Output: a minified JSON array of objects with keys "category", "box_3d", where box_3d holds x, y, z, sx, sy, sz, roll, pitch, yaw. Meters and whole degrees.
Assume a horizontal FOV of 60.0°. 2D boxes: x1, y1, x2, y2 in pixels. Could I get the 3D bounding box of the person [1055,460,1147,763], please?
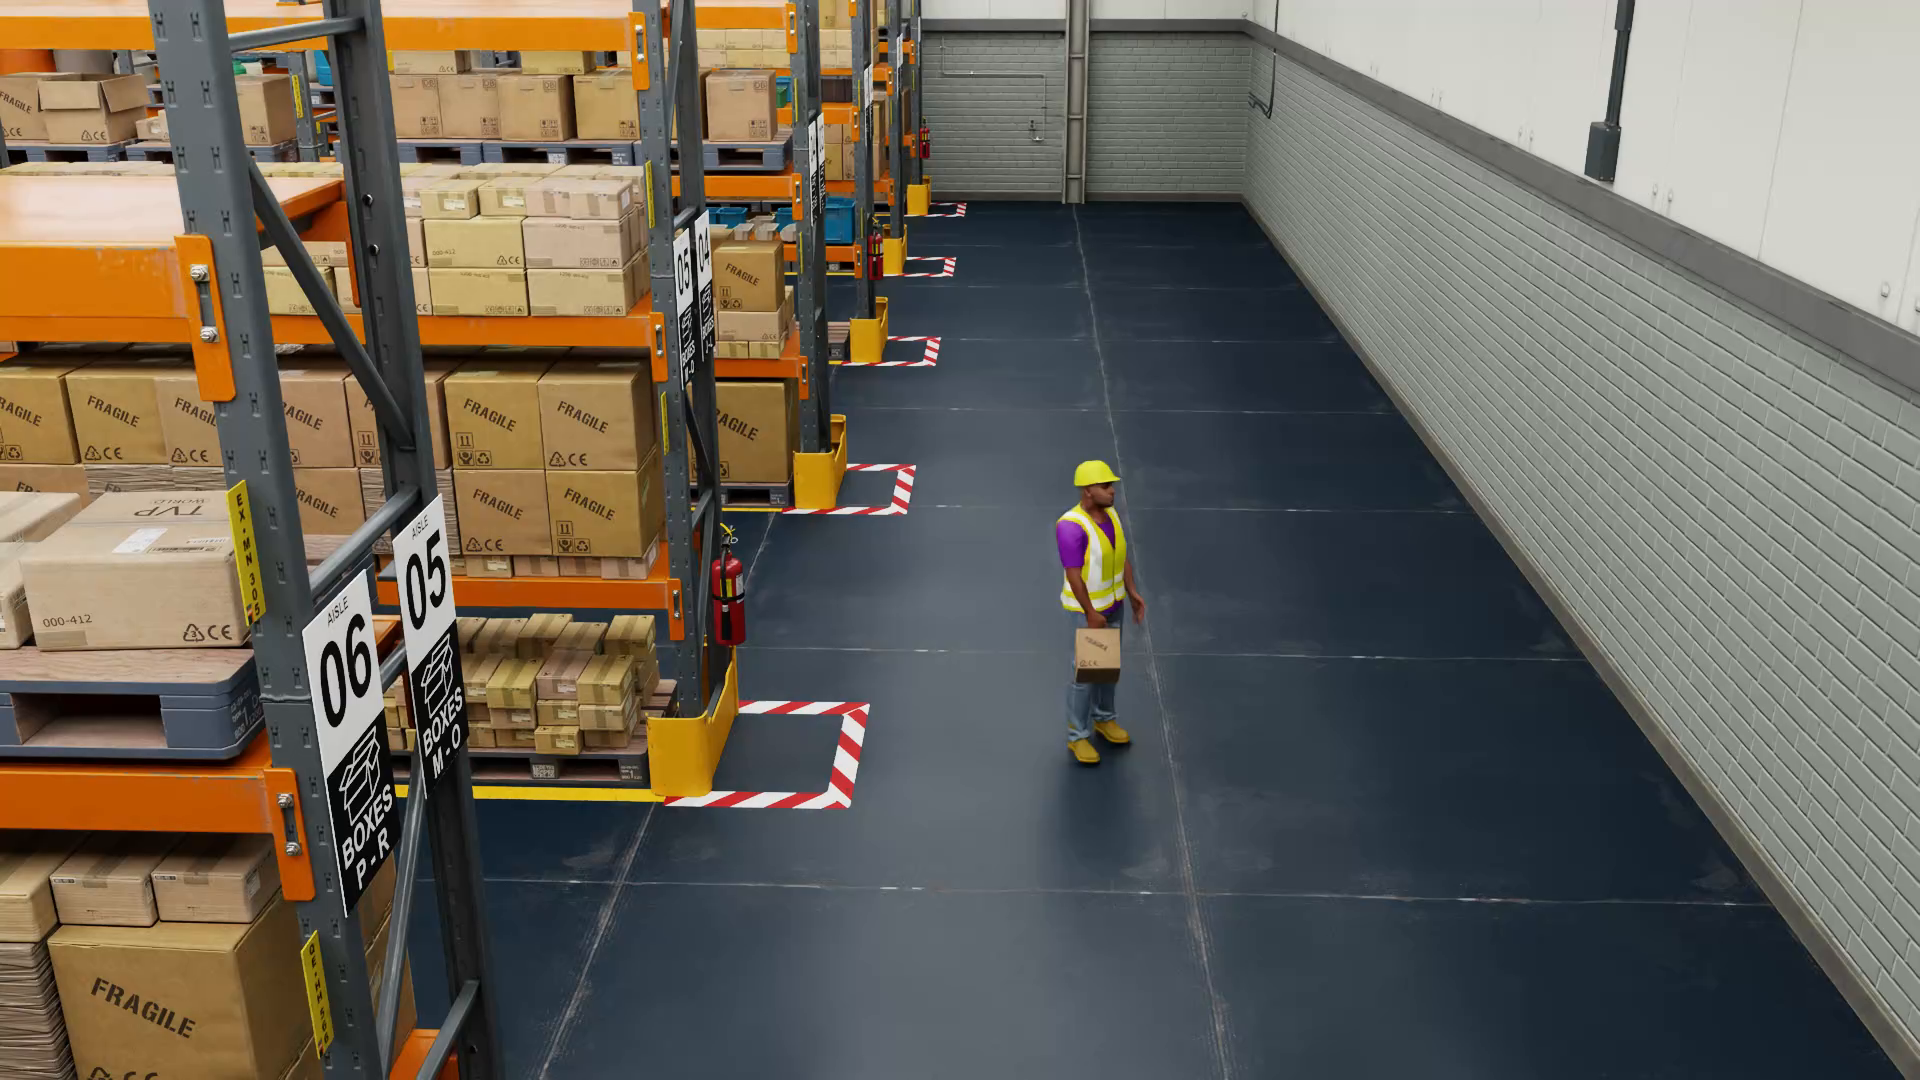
[{"category":"person","box_3d":[0.829,0.404,9.926,0.476,1.777,0.598,15,25,35]}]
